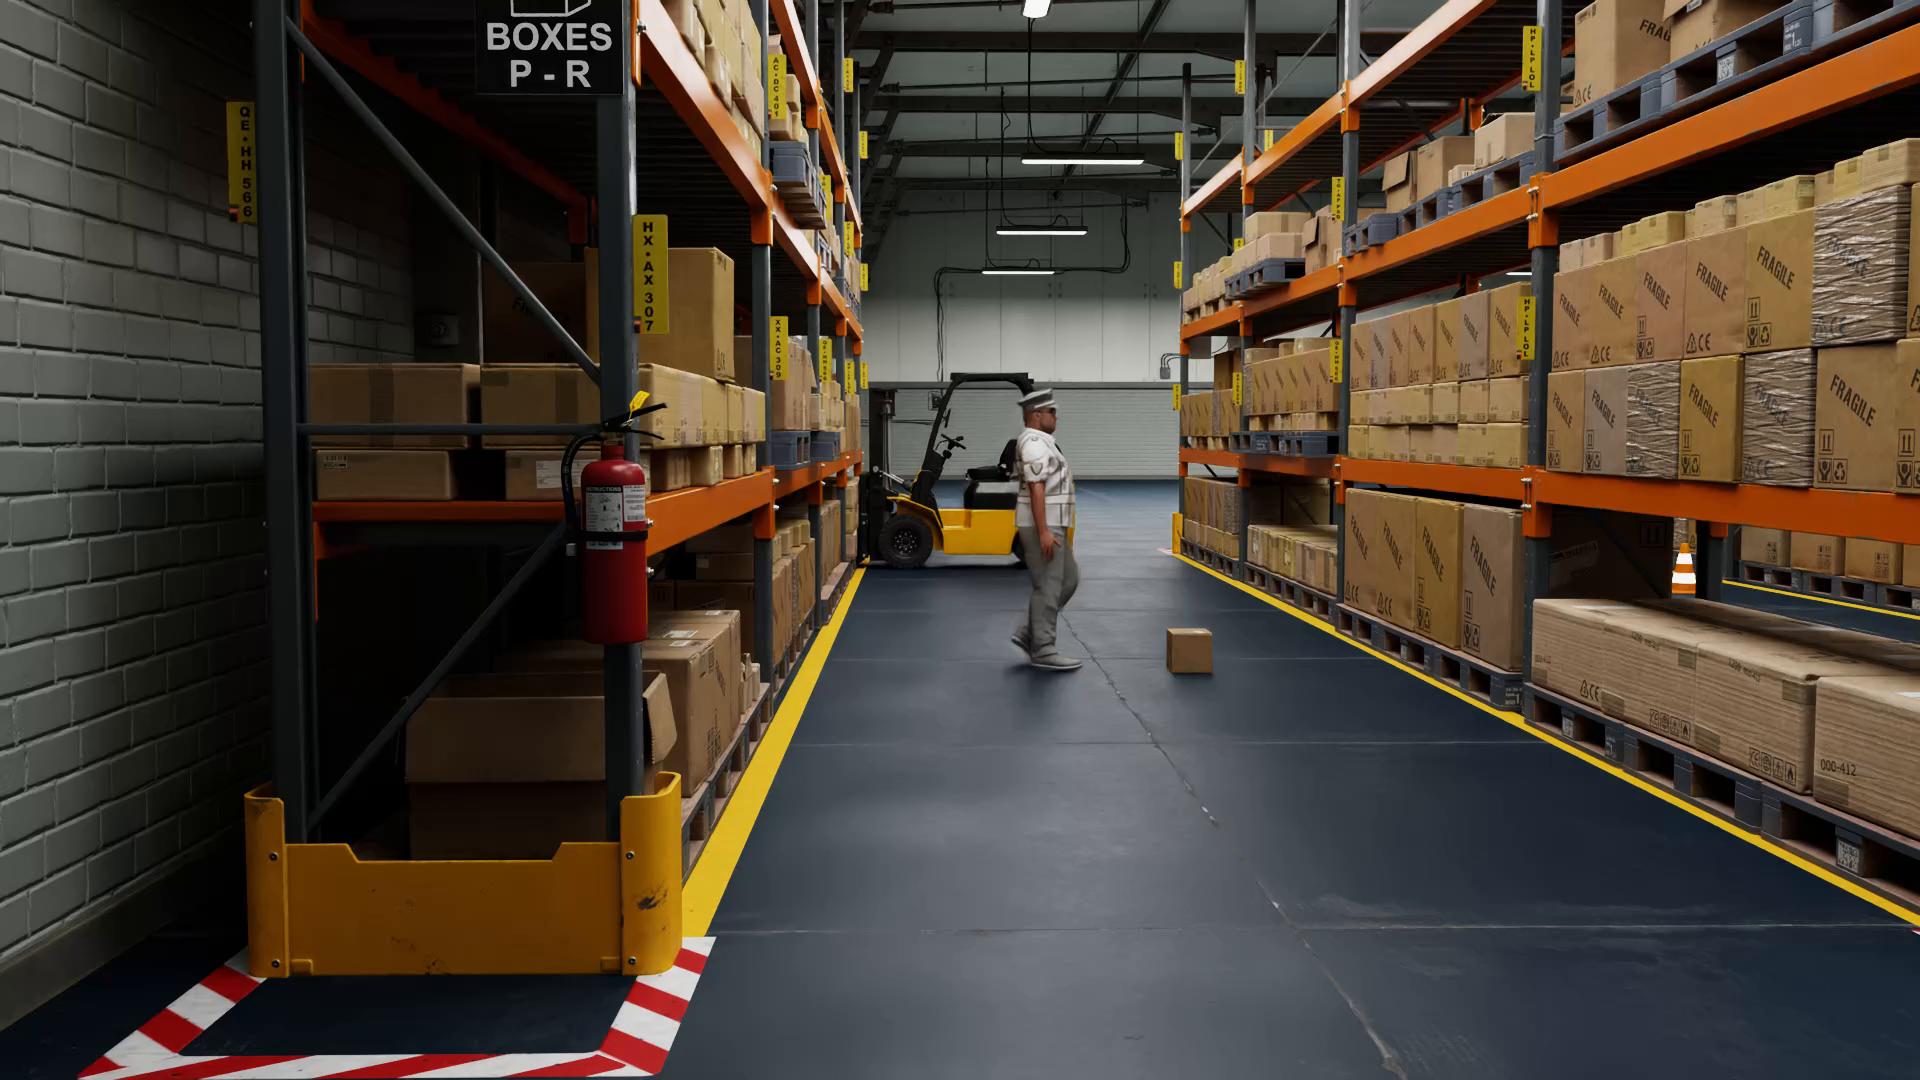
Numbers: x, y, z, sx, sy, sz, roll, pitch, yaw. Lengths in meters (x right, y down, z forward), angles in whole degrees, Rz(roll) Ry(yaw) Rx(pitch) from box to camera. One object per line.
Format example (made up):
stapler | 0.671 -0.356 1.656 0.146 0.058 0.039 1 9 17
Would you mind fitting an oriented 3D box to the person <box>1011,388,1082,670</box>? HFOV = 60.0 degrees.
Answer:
person | 0.549 -0.068 10.522 0.449 1.781 0.571 0 4 1
